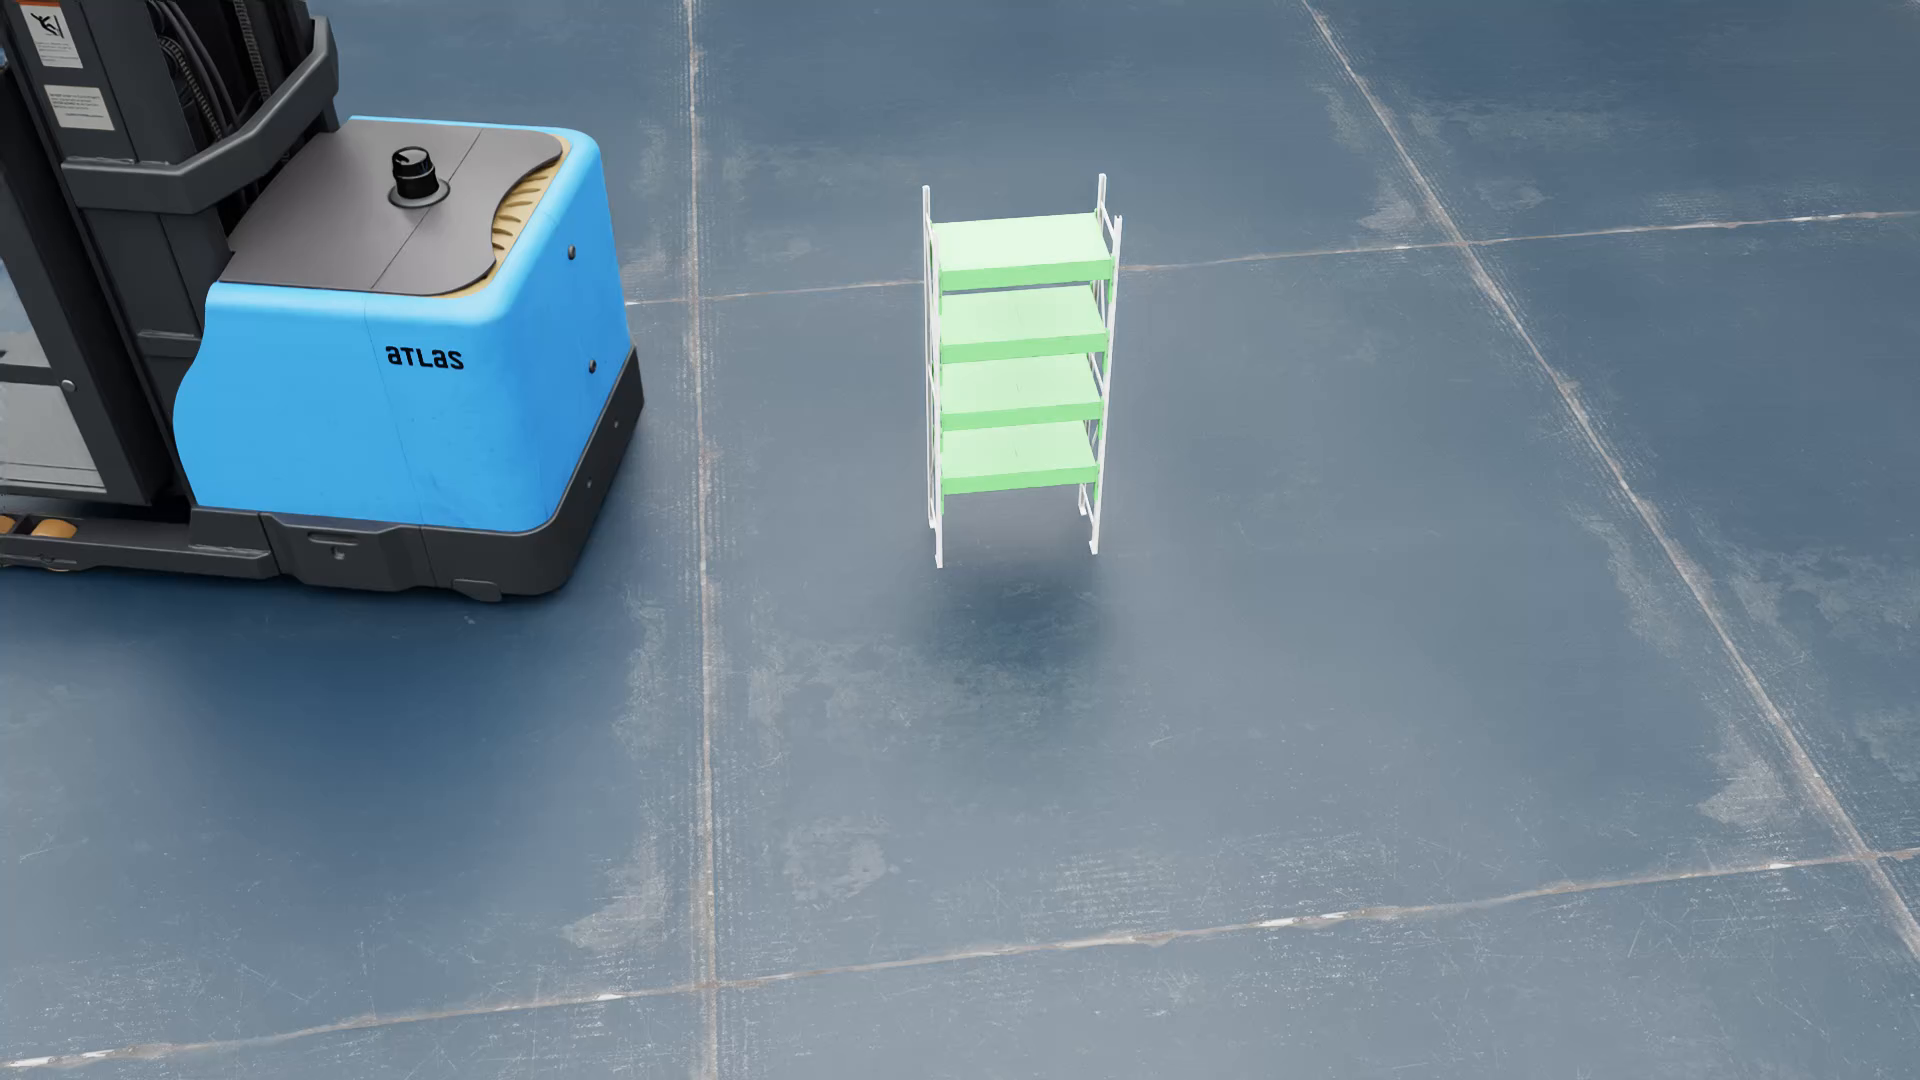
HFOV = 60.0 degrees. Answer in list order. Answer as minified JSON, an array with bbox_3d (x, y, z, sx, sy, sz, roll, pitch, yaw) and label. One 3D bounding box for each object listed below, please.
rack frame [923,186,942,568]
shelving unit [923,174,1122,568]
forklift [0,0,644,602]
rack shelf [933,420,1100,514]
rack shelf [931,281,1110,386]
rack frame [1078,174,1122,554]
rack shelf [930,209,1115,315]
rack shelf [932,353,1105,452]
[{"bbox_3d":[-0.078,-0.439,4.841,0.015,1.200,0.240,-5,42,-6],"label":"rack frame"},{"bbox_3d":[0.164,-0.460,4.864,0.503,1.200,0.258,-5,42,-6],"label":"shelving unit"},{"bbox_3d":[-2.630,-1.336,4.543,3.031,2.935,1.130,5,42,5],"label":"forklift"},{"bbox_3d":[0.164,-0.234,5.068,0.480,0.148,0.258,-5,42,-6],"label":"rack shelf"},{"bbox_3d":[0.164,-0.591,4.746,0.480,0.148,0.258,-5,42,-6],"label":"rack shelf"},{"bbox_3d":[0.406,-0.481,4.888,0.015,1.200,0.240,-5,42,-6],"label":"rack frame"},{"bbox_3d":[0.164,-0.769,4.585,0.480,0.148,0.258,-5,42,-6],"label":"rack shelf"},{"bbox_3d":[0.164,-0.412,4.907,0.480,0.148,0.258,-5,42,-6],"label":"rack shelf"}]
